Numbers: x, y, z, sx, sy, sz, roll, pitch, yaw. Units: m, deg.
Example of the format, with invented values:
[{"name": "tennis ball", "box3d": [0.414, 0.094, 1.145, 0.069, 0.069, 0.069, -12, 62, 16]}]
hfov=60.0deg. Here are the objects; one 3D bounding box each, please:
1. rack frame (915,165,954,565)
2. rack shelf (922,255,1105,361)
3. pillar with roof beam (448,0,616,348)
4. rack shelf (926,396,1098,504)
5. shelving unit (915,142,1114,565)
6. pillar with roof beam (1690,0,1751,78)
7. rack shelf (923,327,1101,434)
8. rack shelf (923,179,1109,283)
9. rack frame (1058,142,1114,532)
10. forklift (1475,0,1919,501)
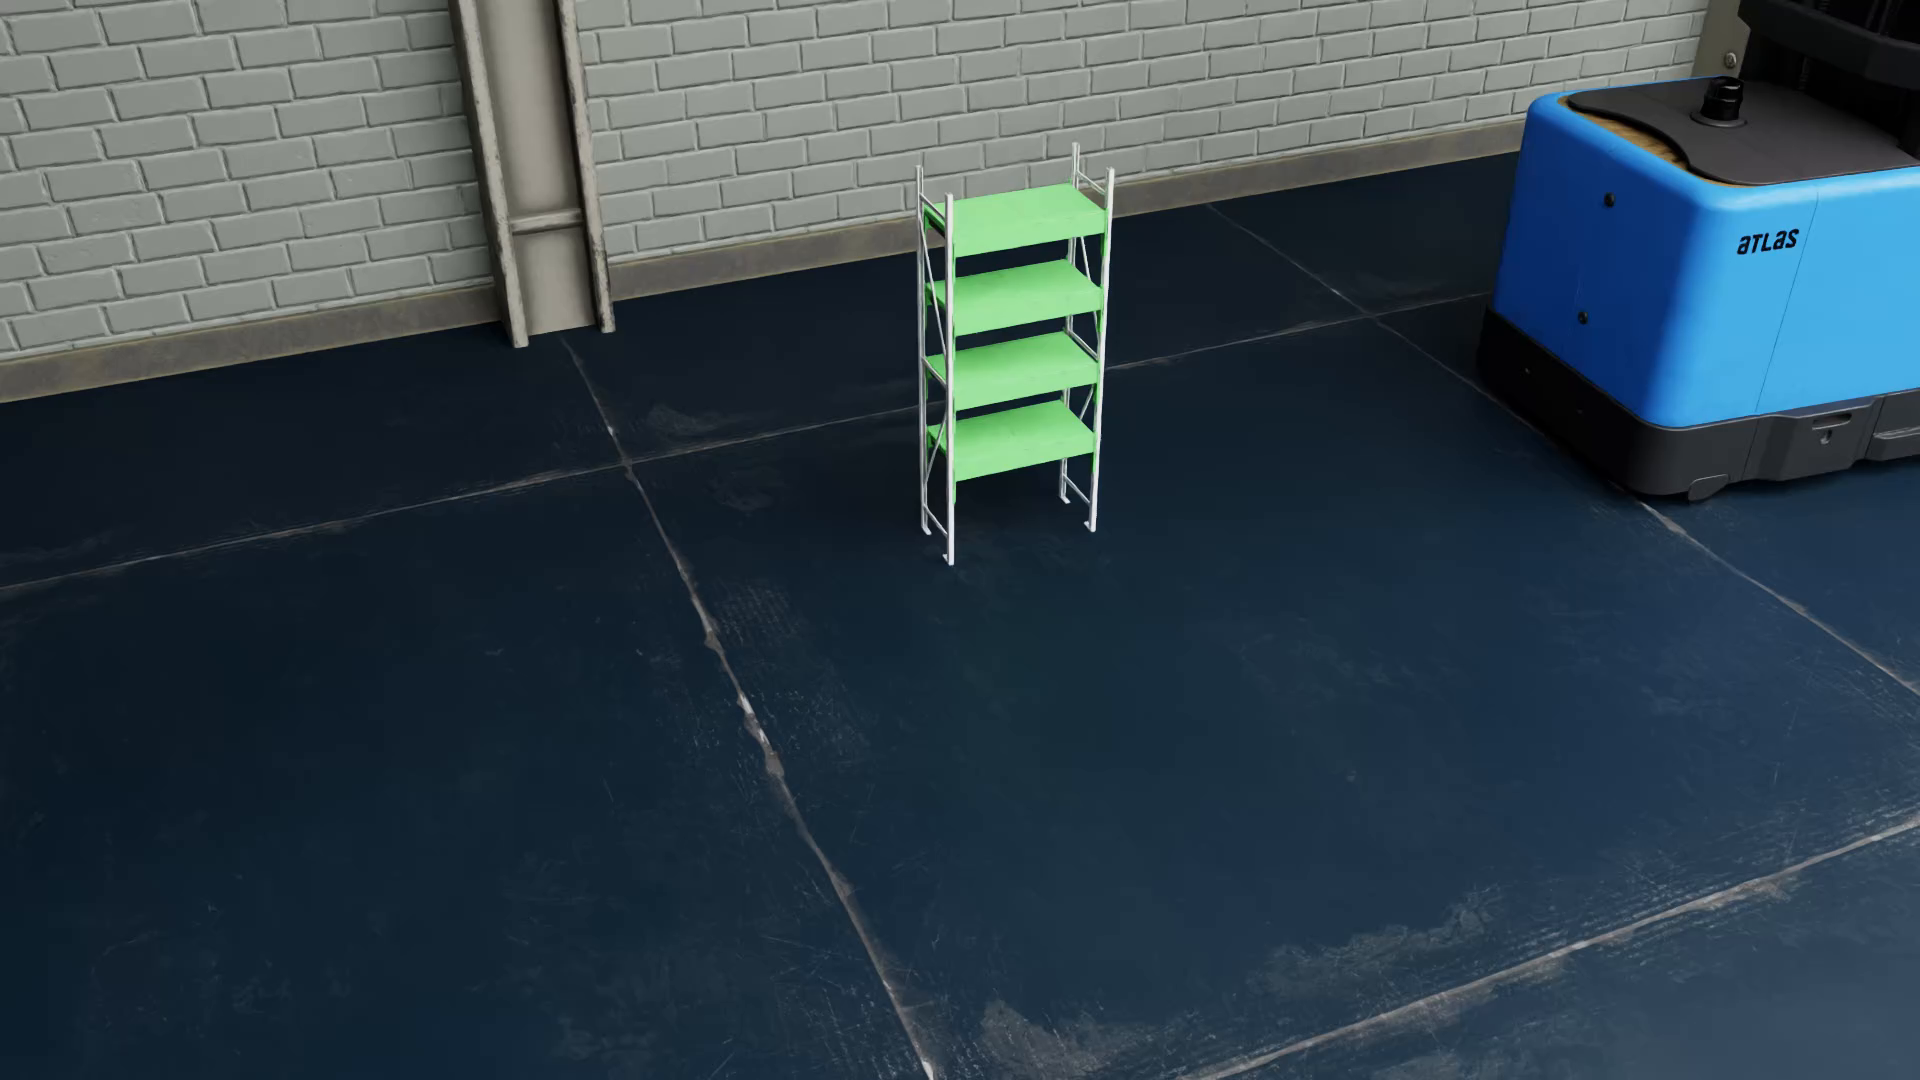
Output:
[{"name": "rack frame", "box3d": [-0.072, -0.486, 4.897, 0.015, 1.200, 0.240, -13, 35, -19]}, {"name": "rack shelf", "box3d": [0.153, -0.685, 4.880, 0.480, 0.148, 0.258, -13, 35, -19]}, {"name": "pillar with roof beam", "box3d": [0.078, -2.461, 0.781, 0.400, 9.000, 9.100, -13, 35, -19]}, {"name": "rack shelf", "box3d": [0.153, -0.283, 5.142, 0.480, 0.148, 0.258, -13, 35, -19]}, {"name": "shelving unit", "box3d": [0.153, -0.538, 4.976, 0.503, 1.200, 0.258, -13, 35, -19]}, {"name": "pillar with roof beam", "box3d": [5.611, -3.728, 2.728, 0.400, 9.000, 9.100, -13, 35, -19]}, {"name": "rack shelf", "box3d": [0.153, -0.484, 5.011, 0.480, 0.148, 0.258, -13, 35, -19]}, {"name": "rack shelf", "box3d": [0.153, -0.887, 4.750, 0.480, 0.148, 0.258, -13, 35, -19]}, {"name": "rack frame", "box3d": [0.378, -0.589, 5.056, 0.015, 1.200, 0.240, -13, 35, -19]}, {"name": "forklift", "box3d": [3.468, -1.814, 5.350, 3.031, 2.935, 1.130, -10, 34, -14]}]
